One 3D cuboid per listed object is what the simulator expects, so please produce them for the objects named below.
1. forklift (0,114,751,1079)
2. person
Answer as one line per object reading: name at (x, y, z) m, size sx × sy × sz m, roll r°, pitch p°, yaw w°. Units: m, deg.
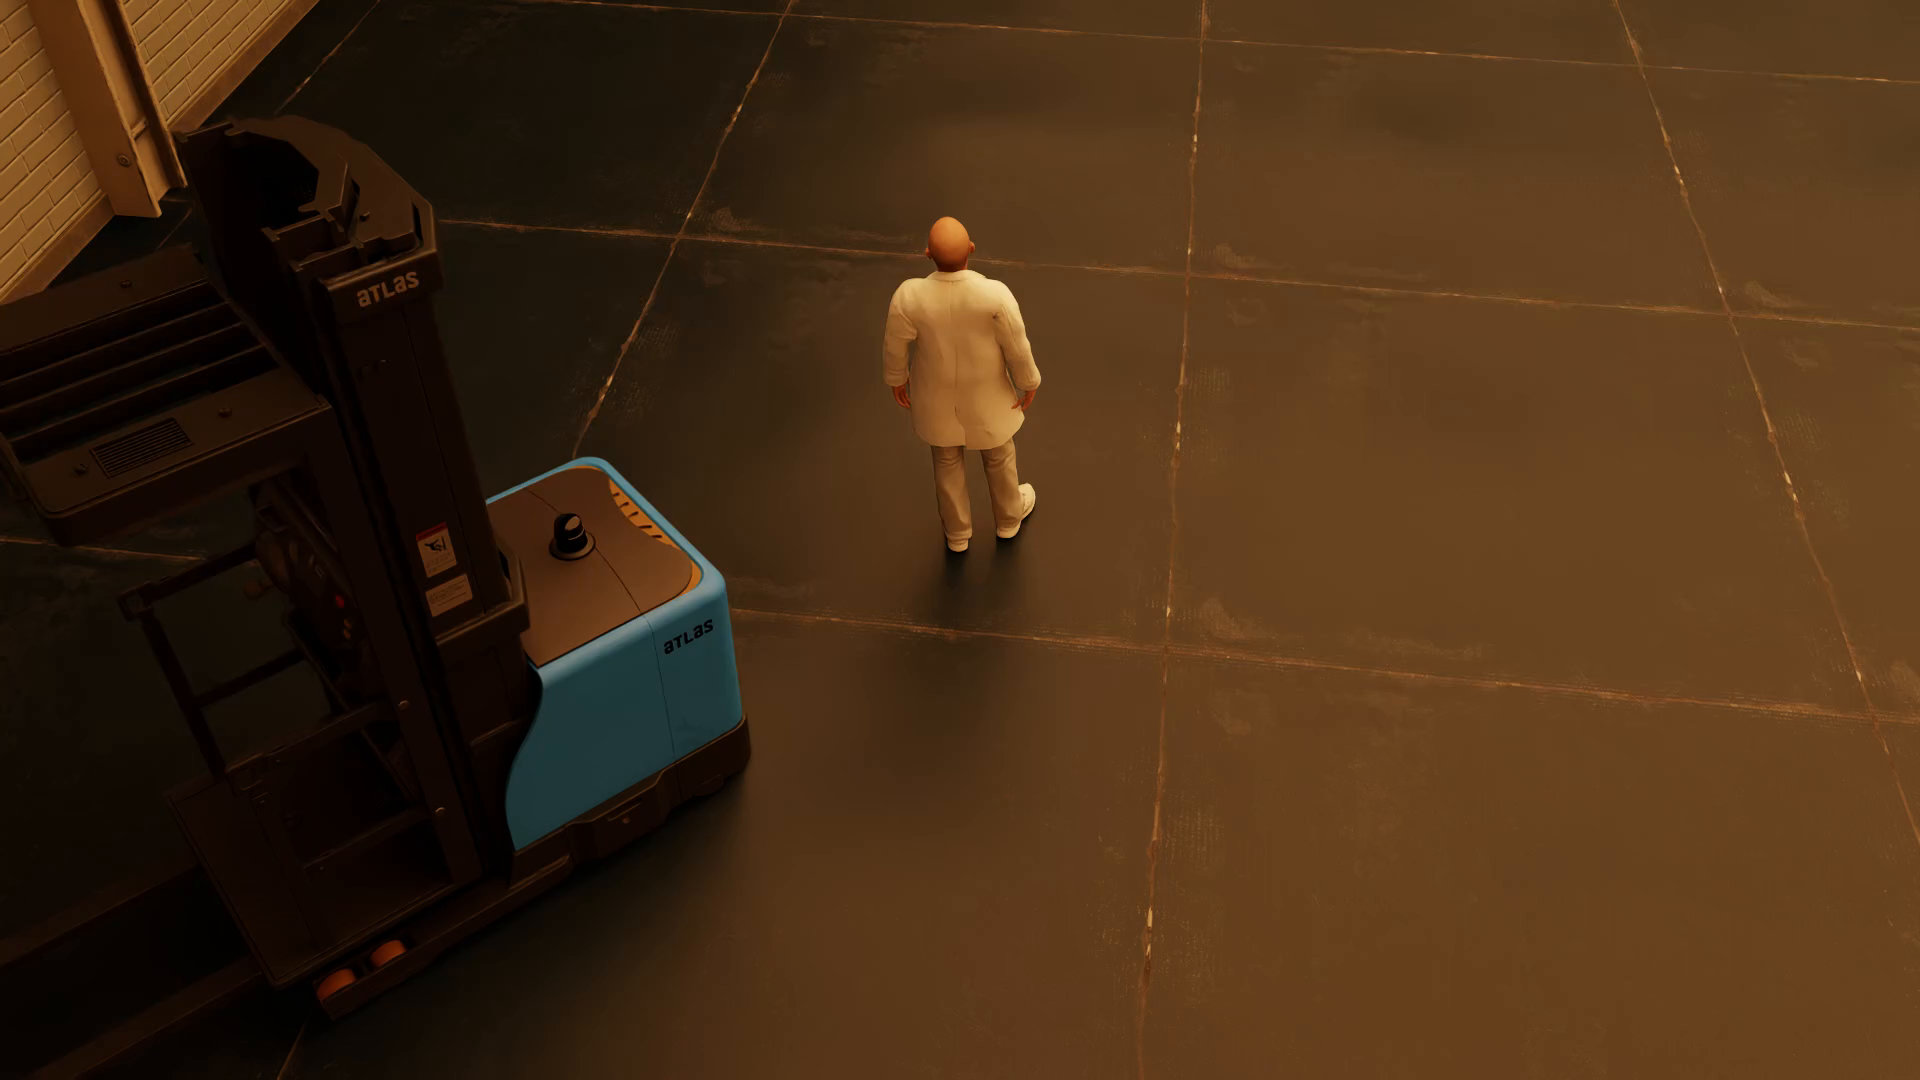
forklift at (-2.322, 0.230, 5.474) m, size 3.031 × 2.935 × 1.130 m, roll -29°, pitch 50°, yaw -28°
person at (0.016, -0.721, 7.351) m, size 0.696 × 1.778 × 0.578 m, roll 5°, pitch 43°, yaw 6°
